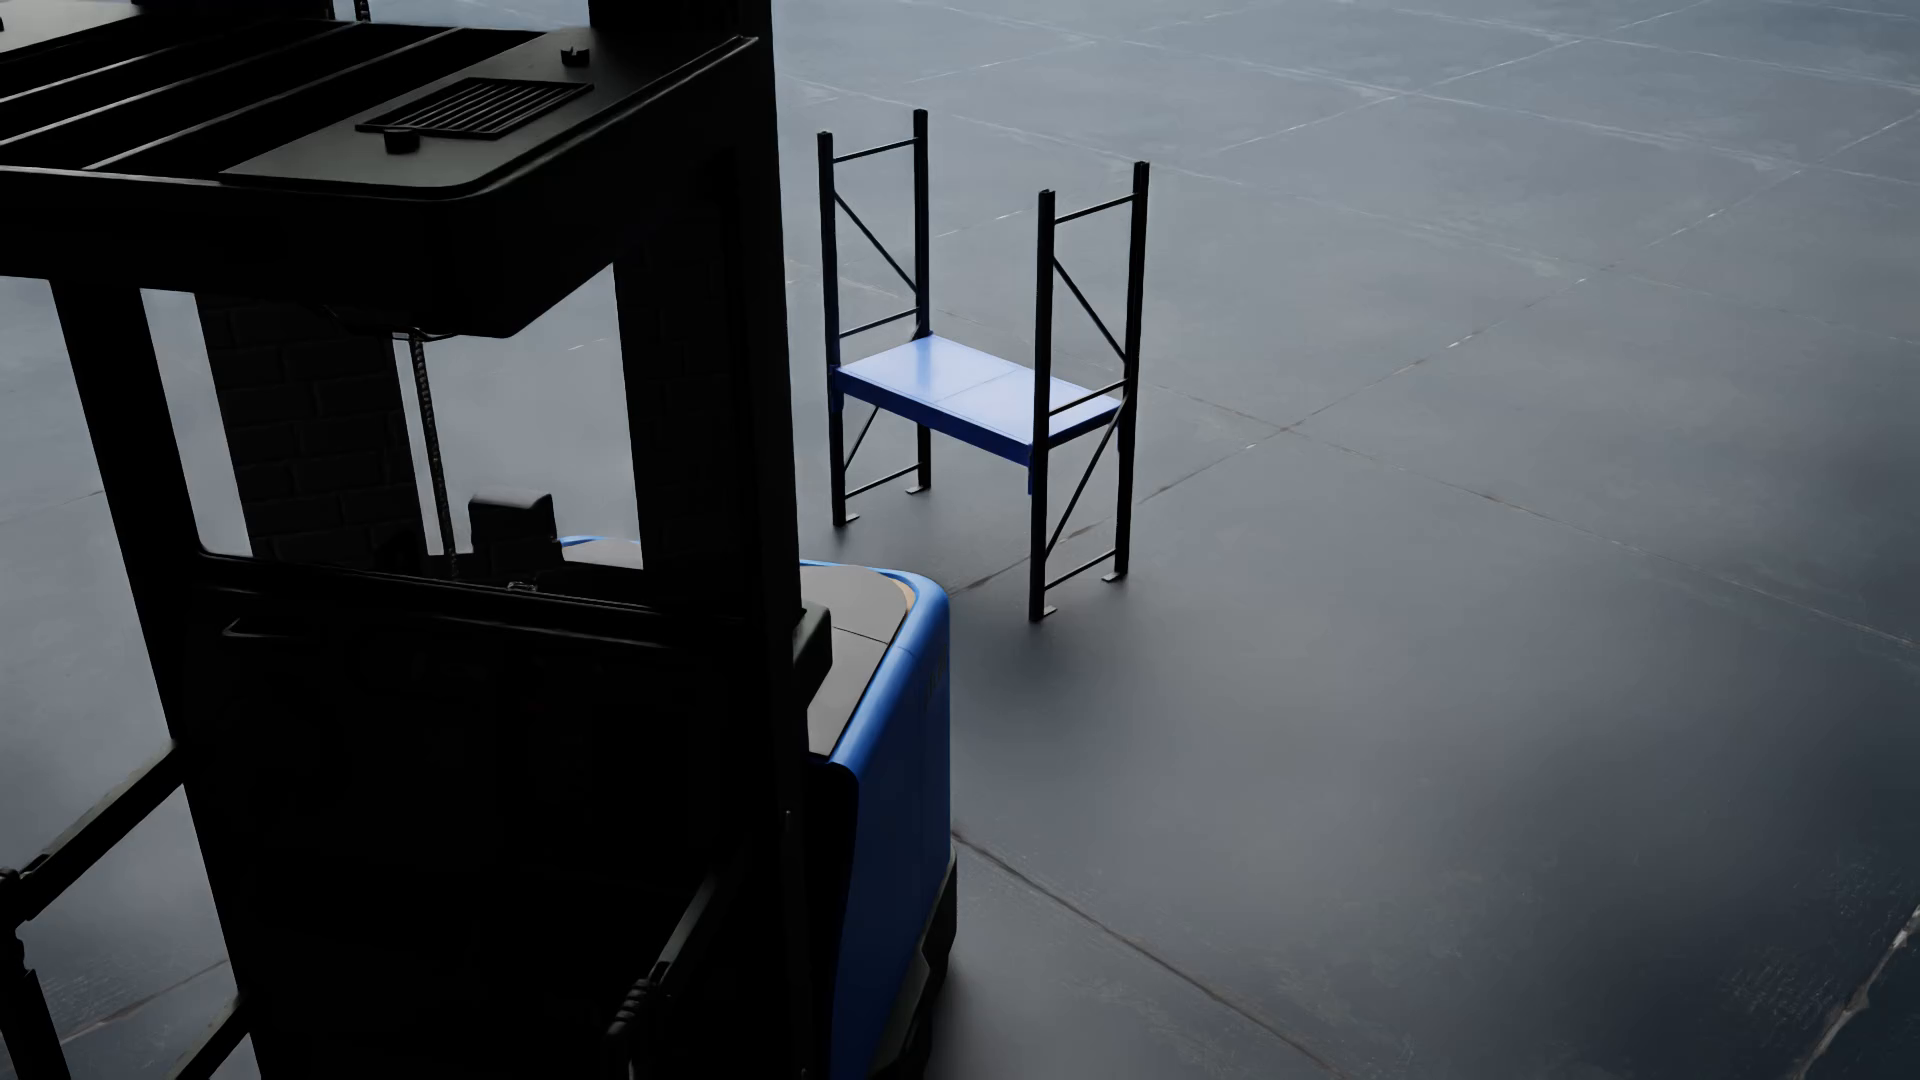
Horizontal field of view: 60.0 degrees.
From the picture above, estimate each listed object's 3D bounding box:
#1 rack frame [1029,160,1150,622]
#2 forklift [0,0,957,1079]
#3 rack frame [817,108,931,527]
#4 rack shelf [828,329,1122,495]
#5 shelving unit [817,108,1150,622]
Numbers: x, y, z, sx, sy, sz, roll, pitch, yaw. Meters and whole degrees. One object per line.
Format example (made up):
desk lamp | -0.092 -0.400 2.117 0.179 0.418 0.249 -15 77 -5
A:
rack frame | 0.423 -0.470 5.533 0.032 1.500 0.500 25 36 38
forklift | -0.853 0.345 2.445 1.130 2.935 3.031 6 28 12
rack frame | -0.302 -0.802 6.163 0.032 1.500 0.500 25 36 38
rack shelf | 0.061 -0.477 5.932 1.000 0.185 0.538 25 36 38
shelving unit | 0.061 -0.636 5.848 1.048 1.500 0.538 25 36 38
